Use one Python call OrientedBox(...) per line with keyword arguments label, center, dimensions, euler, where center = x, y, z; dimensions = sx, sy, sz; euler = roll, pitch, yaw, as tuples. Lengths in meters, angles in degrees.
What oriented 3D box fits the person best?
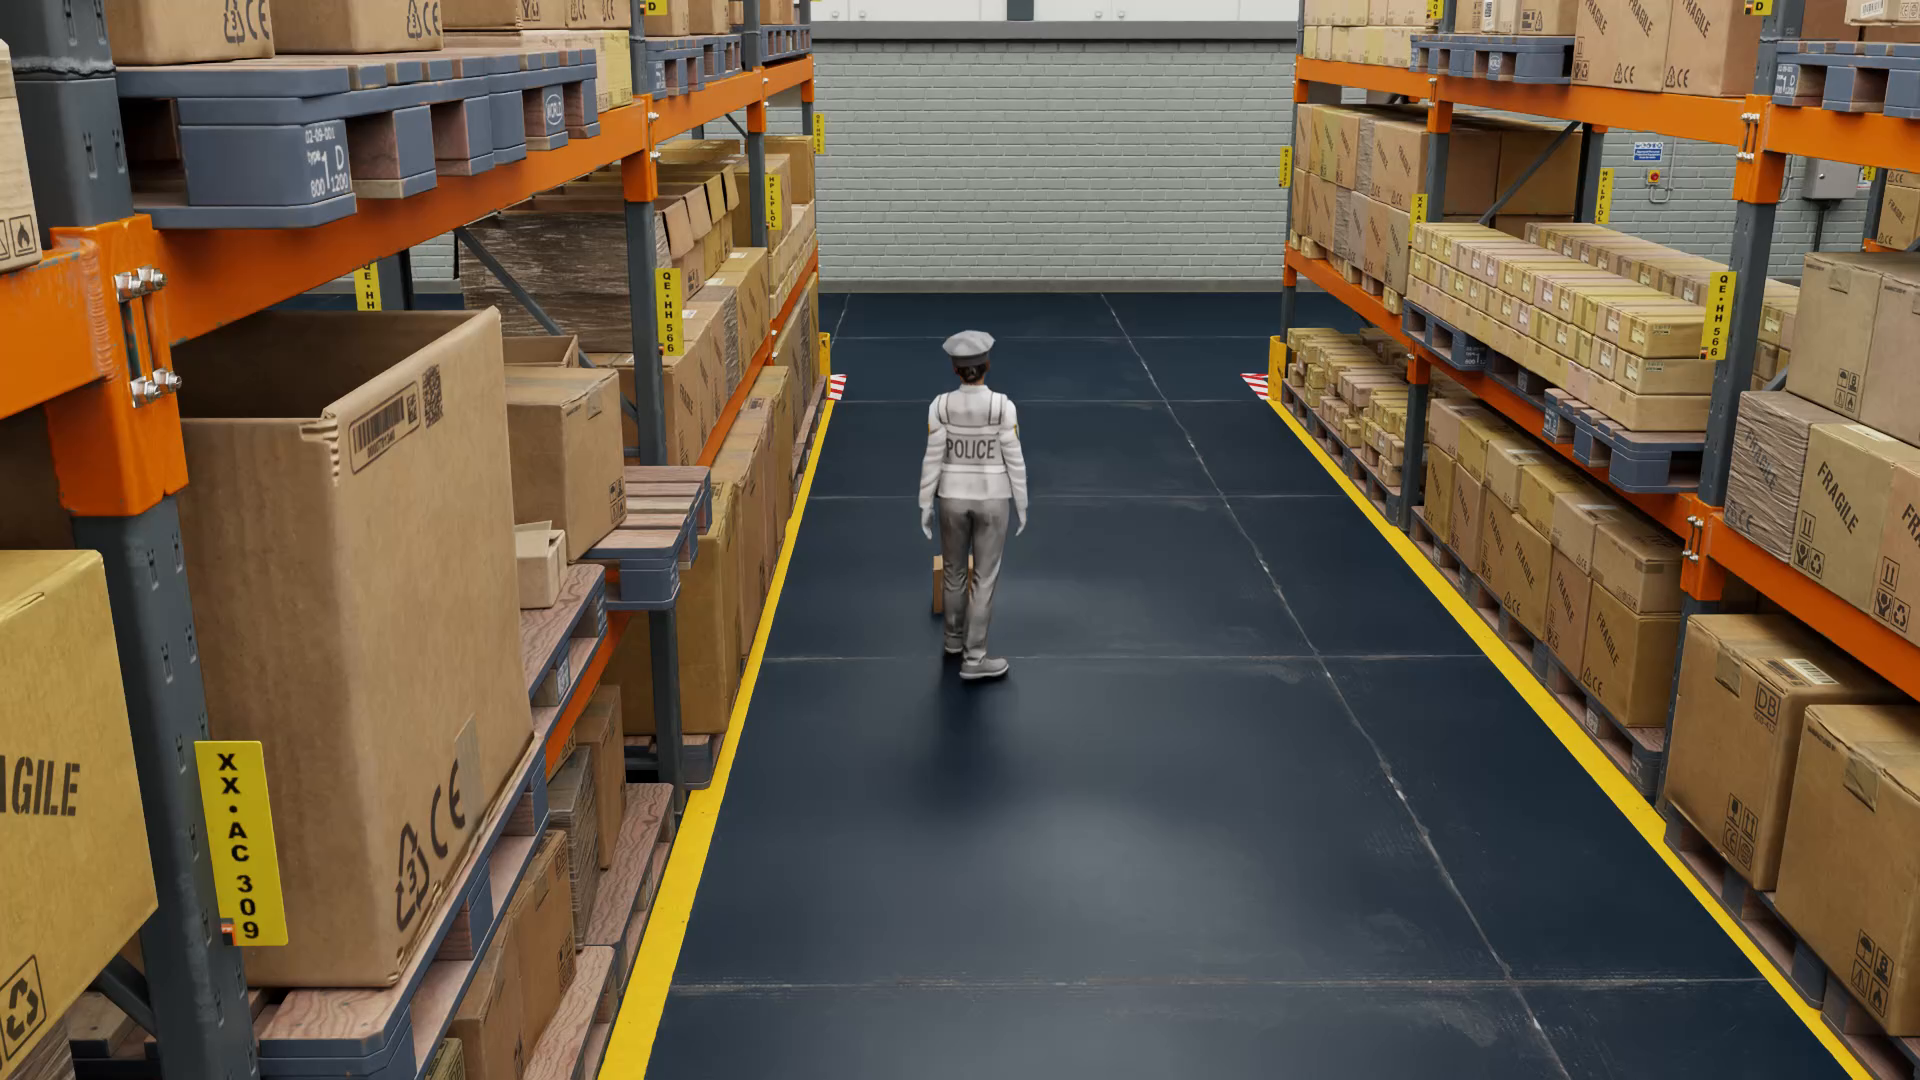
OrientedBox(label="person", center=(0.087, -0.190, 8.107), dimensions=(0.520, 1.663, 0.642), euler=(4, 18, 14))
